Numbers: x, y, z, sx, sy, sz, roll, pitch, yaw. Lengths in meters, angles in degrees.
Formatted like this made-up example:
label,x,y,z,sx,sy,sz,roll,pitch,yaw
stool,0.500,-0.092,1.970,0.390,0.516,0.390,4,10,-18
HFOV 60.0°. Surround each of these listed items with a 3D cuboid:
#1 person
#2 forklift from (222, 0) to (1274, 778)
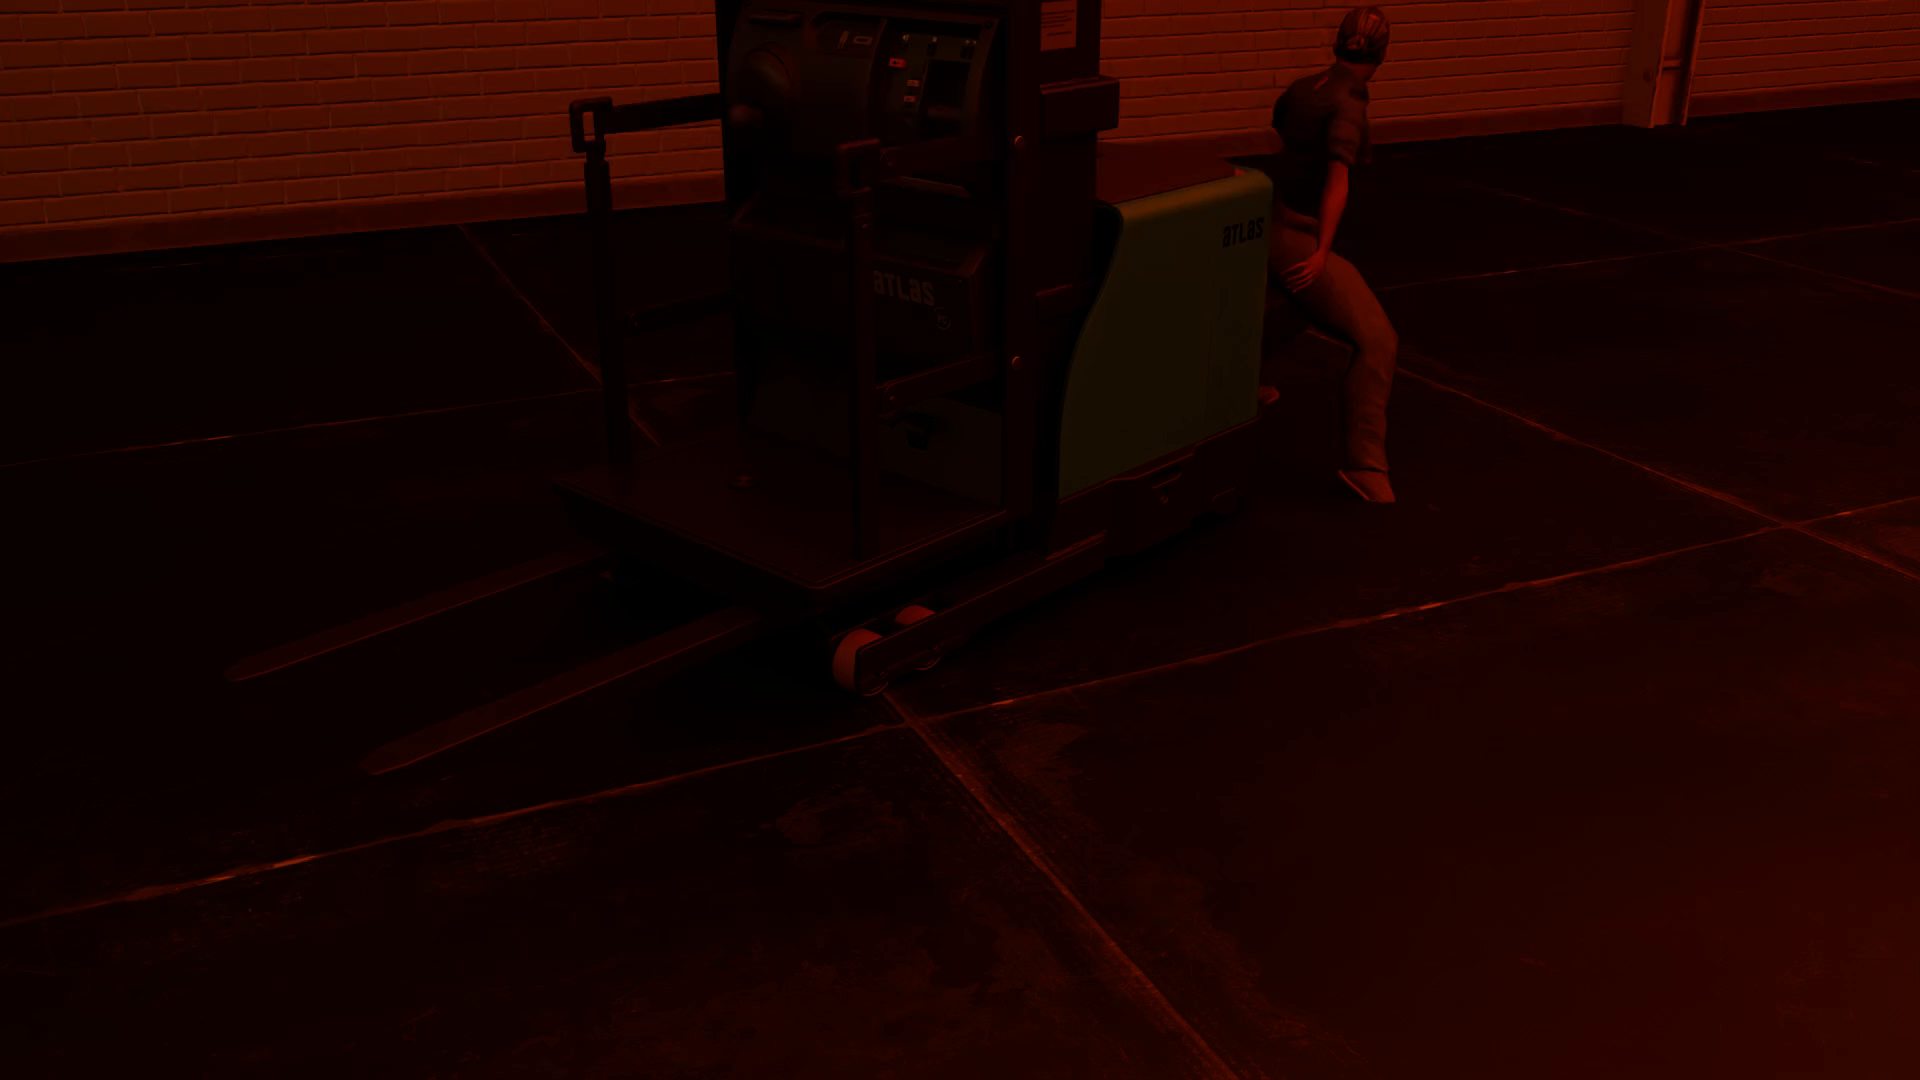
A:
label,x,y,z,sx,sy,sz,roll,pitch,yaw
person,1.205,-0.940,5.538,0.521,1.589,1.070,-1,23,-2
forklift,-0.413,-1.182,4.131,1.130,2.935,3.031,19,29,39
